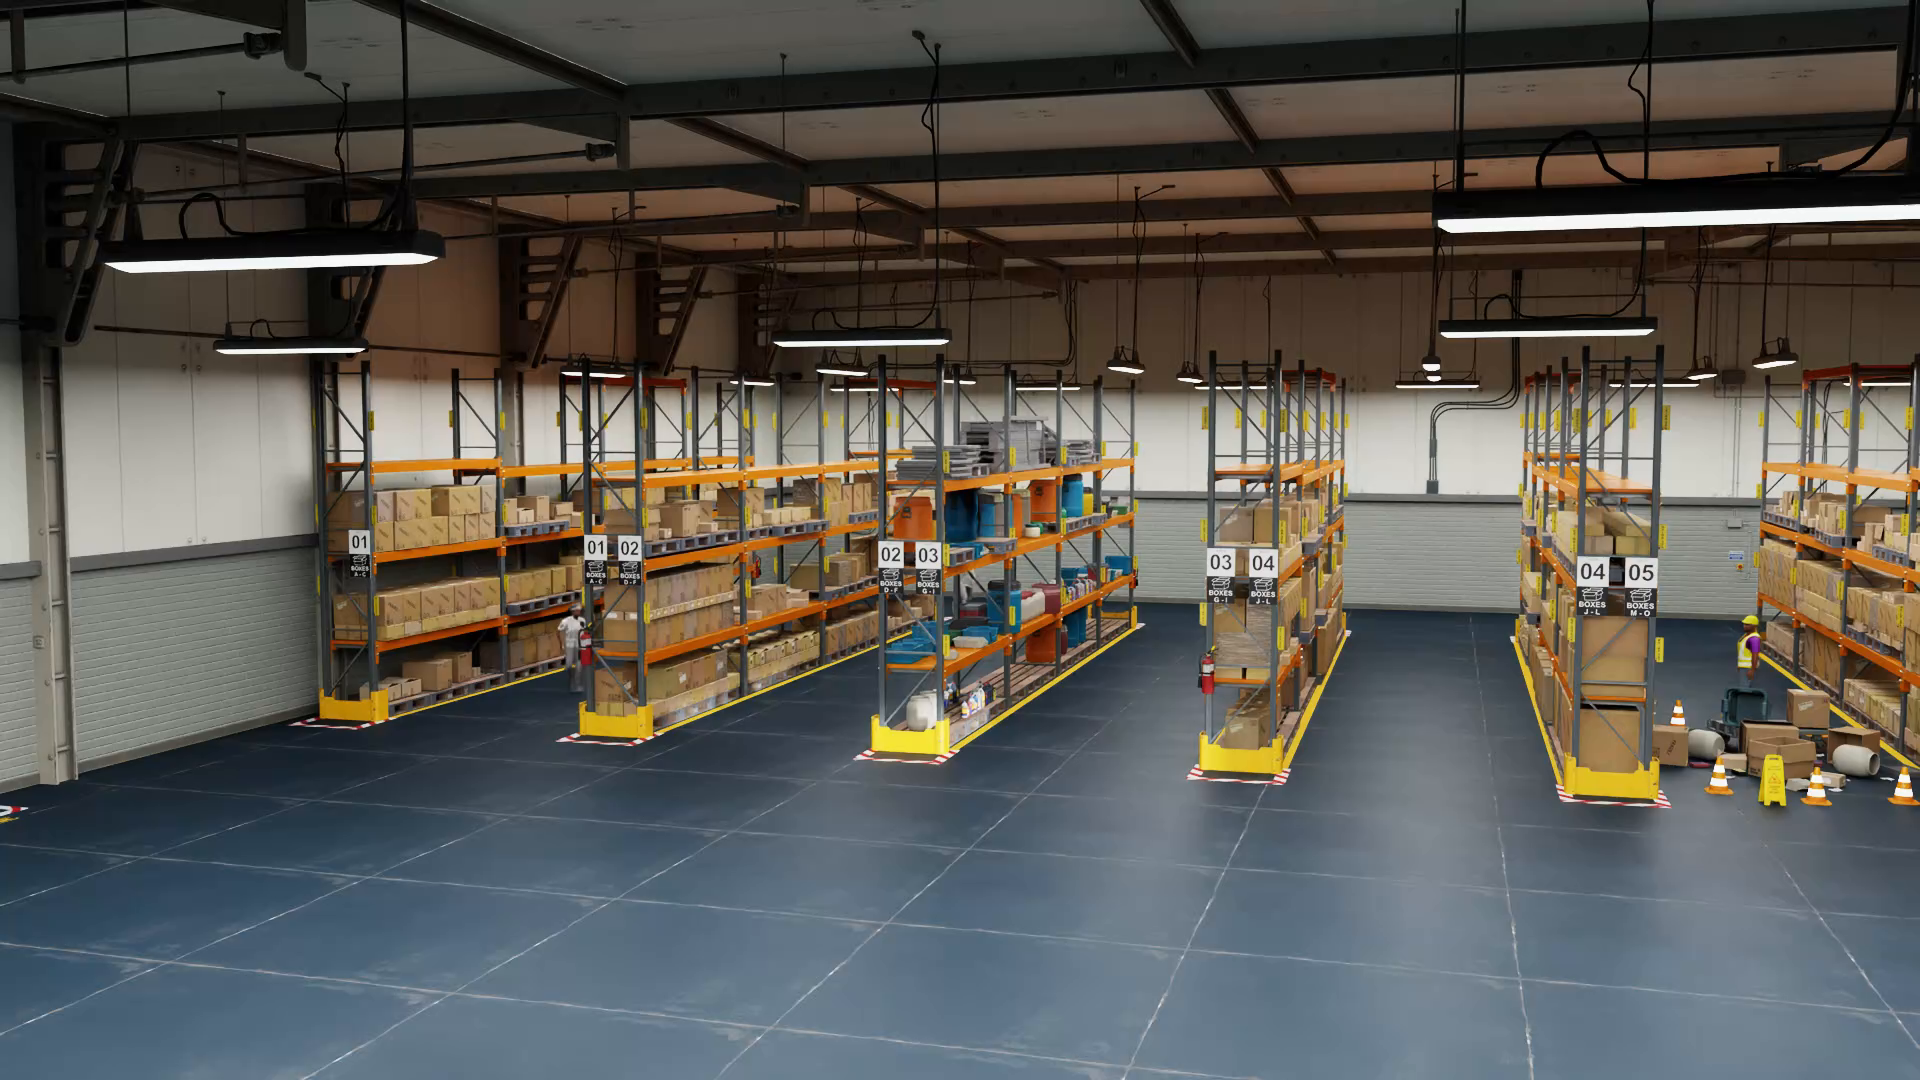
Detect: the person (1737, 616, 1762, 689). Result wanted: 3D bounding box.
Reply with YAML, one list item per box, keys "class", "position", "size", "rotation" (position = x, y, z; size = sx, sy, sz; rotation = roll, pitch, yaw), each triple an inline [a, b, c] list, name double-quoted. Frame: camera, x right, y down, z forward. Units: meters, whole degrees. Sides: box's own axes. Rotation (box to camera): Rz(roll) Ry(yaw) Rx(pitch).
- class: "person"
  position: [13.167, 2.142, 27.788]
  size: [0.443, 1.772, 0.605]
  rotation: [3, 5, 37]

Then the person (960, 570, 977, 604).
- class: "person"
  position: [0.167, 1.180, 42.555]
  size: [0.604, 1.563, 0.825]
  rotation: [-2, 4, -23]

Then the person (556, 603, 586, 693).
- class: "person"
  position: [-7.168, 1.999, 30.692]
  size: [0.587, 1.687, 0.524]
  rotation: [0, 4, 1]
